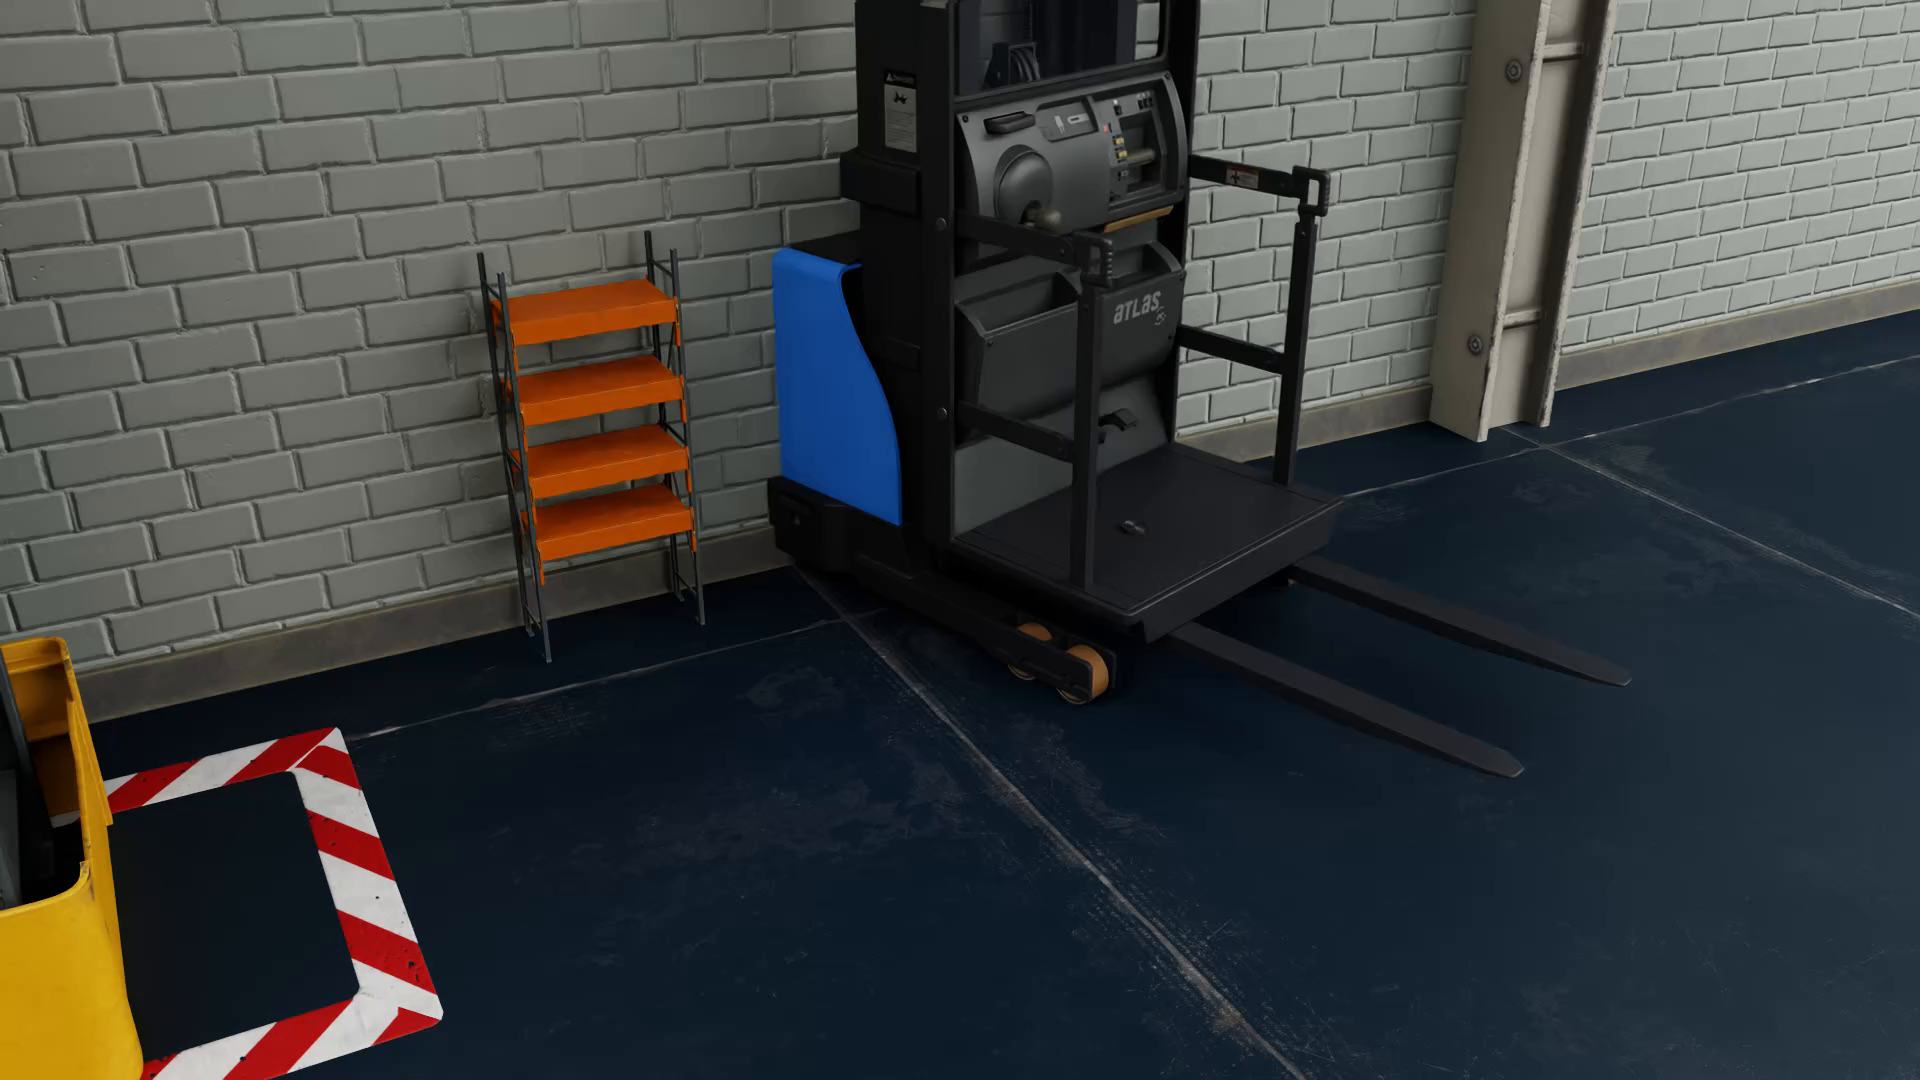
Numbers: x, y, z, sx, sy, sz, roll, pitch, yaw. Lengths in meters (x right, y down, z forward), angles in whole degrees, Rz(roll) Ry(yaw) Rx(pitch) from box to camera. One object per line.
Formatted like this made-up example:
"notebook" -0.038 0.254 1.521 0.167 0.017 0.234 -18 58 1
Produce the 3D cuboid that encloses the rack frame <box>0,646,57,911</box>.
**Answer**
"rack frame" -2.117 -0.411 3.141 0.127 3.000 1.000 -13 29 -25

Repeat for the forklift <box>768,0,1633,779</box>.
"forklift" 0.493 -1.104 4.664 3.031 2.935 1.130 23 34 39

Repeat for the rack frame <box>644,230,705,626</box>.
"rack frame" -0.860 -0.320 5.029 0.015 1.200 0.240 -13 29 -26

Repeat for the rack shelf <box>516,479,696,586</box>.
"rack shelf" -1.074 -0.029 5.039 0.480 0.148 0.258 -13 29 -26

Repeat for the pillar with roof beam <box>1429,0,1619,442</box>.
"pillar with roof beam" 4.164 -2.896 1.385 0.400 9.000 9.100 -13 29 -25

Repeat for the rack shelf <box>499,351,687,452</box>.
"rack shelf" -1.074 -0.410 4.856 0.480 0.148 0.258 -13 29 -26

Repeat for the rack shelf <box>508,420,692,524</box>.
"rack shelf" -1.074 -0.208 4.953 0.480 0.148 0.258 -13 29 -26

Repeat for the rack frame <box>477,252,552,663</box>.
"rack frame" -1.288 -0.218 4.818 0.015 1.200 0.240 -13 29 -26

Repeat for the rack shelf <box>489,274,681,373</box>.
"rack shelf" -1.074 -0.623 4.754 0.480 0.148 0.258 -13 29 -26

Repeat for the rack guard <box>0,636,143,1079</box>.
"rack guard" -2.096 0.711 3.692 0.348 0.500 1.175 -13 29 -25

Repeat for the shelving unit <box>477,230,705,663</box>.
"shelving unit" -1.074 -0.269 4.924 0.503 1.200 0.258 -13 29 -26
